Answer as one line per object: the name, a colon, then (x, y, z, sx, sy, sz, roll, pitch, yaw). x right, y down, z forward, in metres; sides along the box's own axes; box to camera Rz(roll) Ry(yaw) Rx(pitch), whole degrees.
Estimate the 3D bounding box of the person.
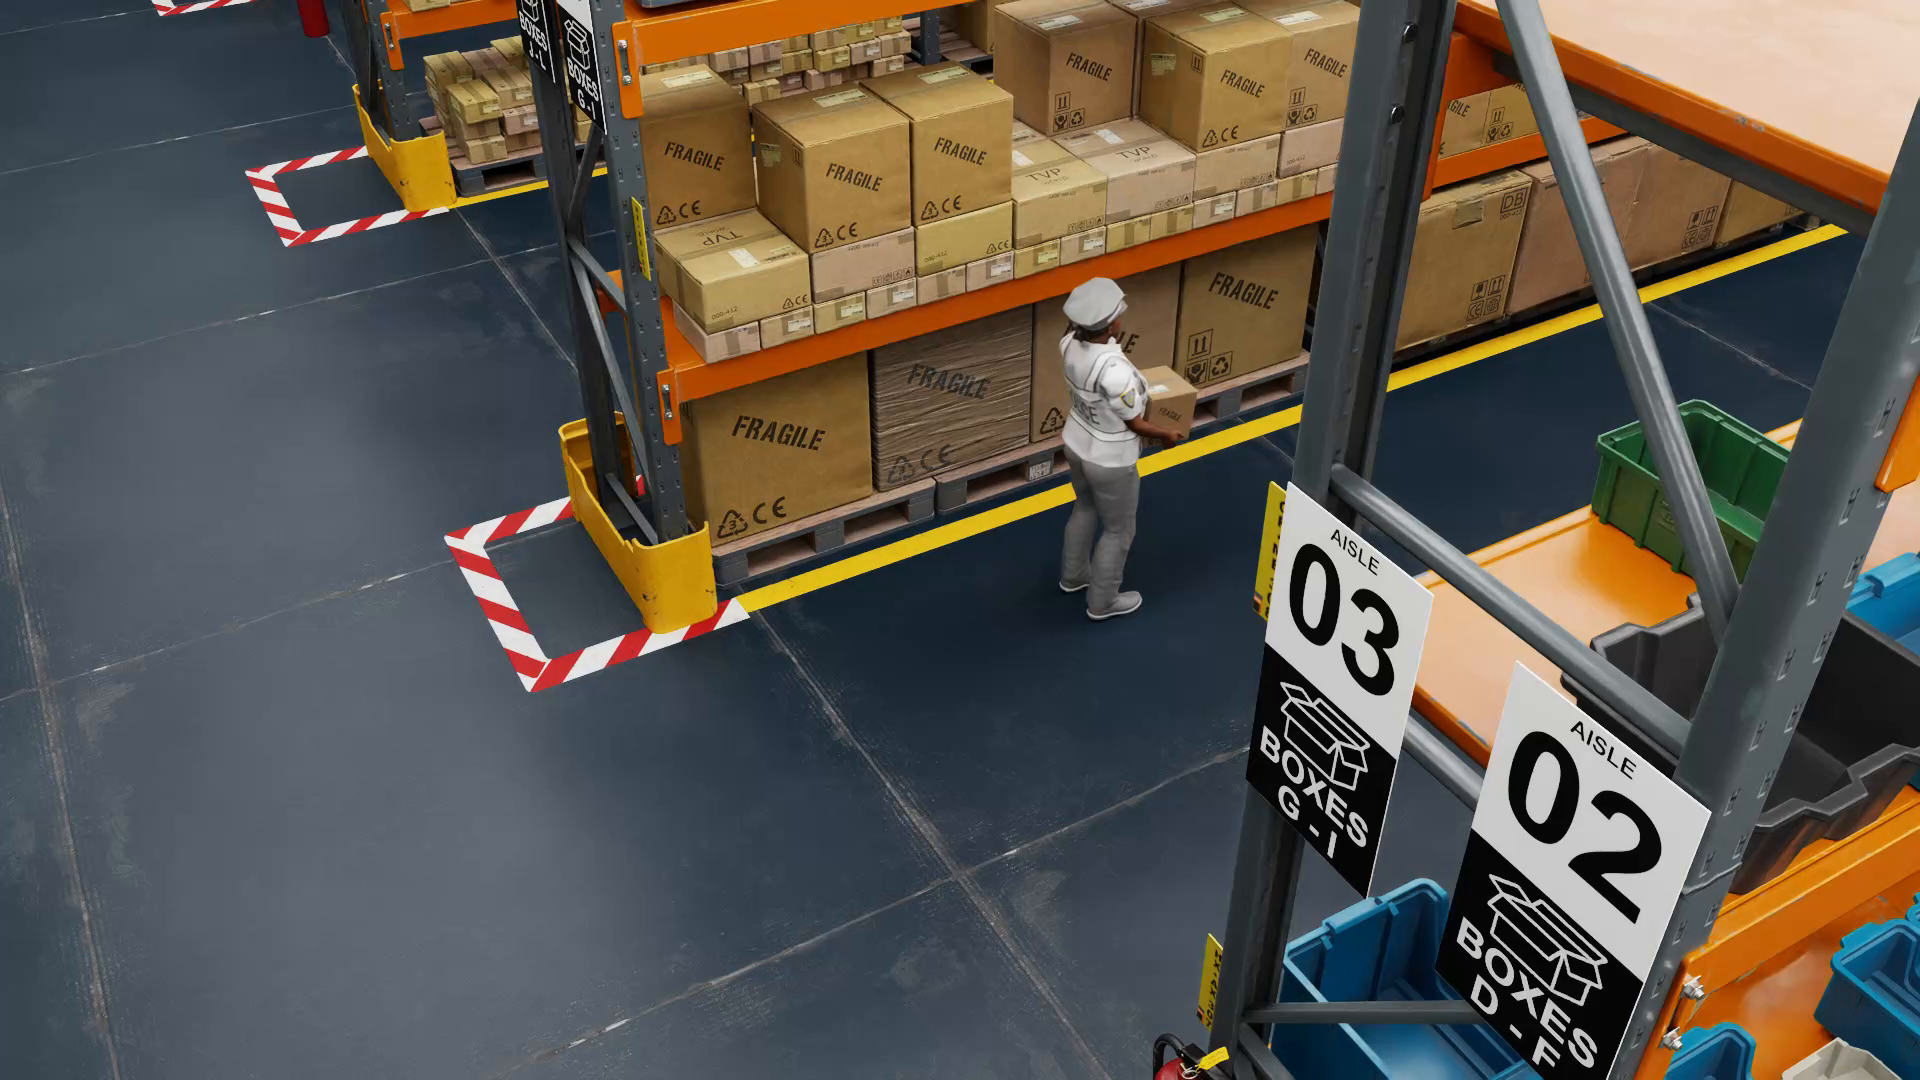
person: (0.703, -0.418, 7.459, 0.533, 1.687, 0.450, -19, 41, -23)
